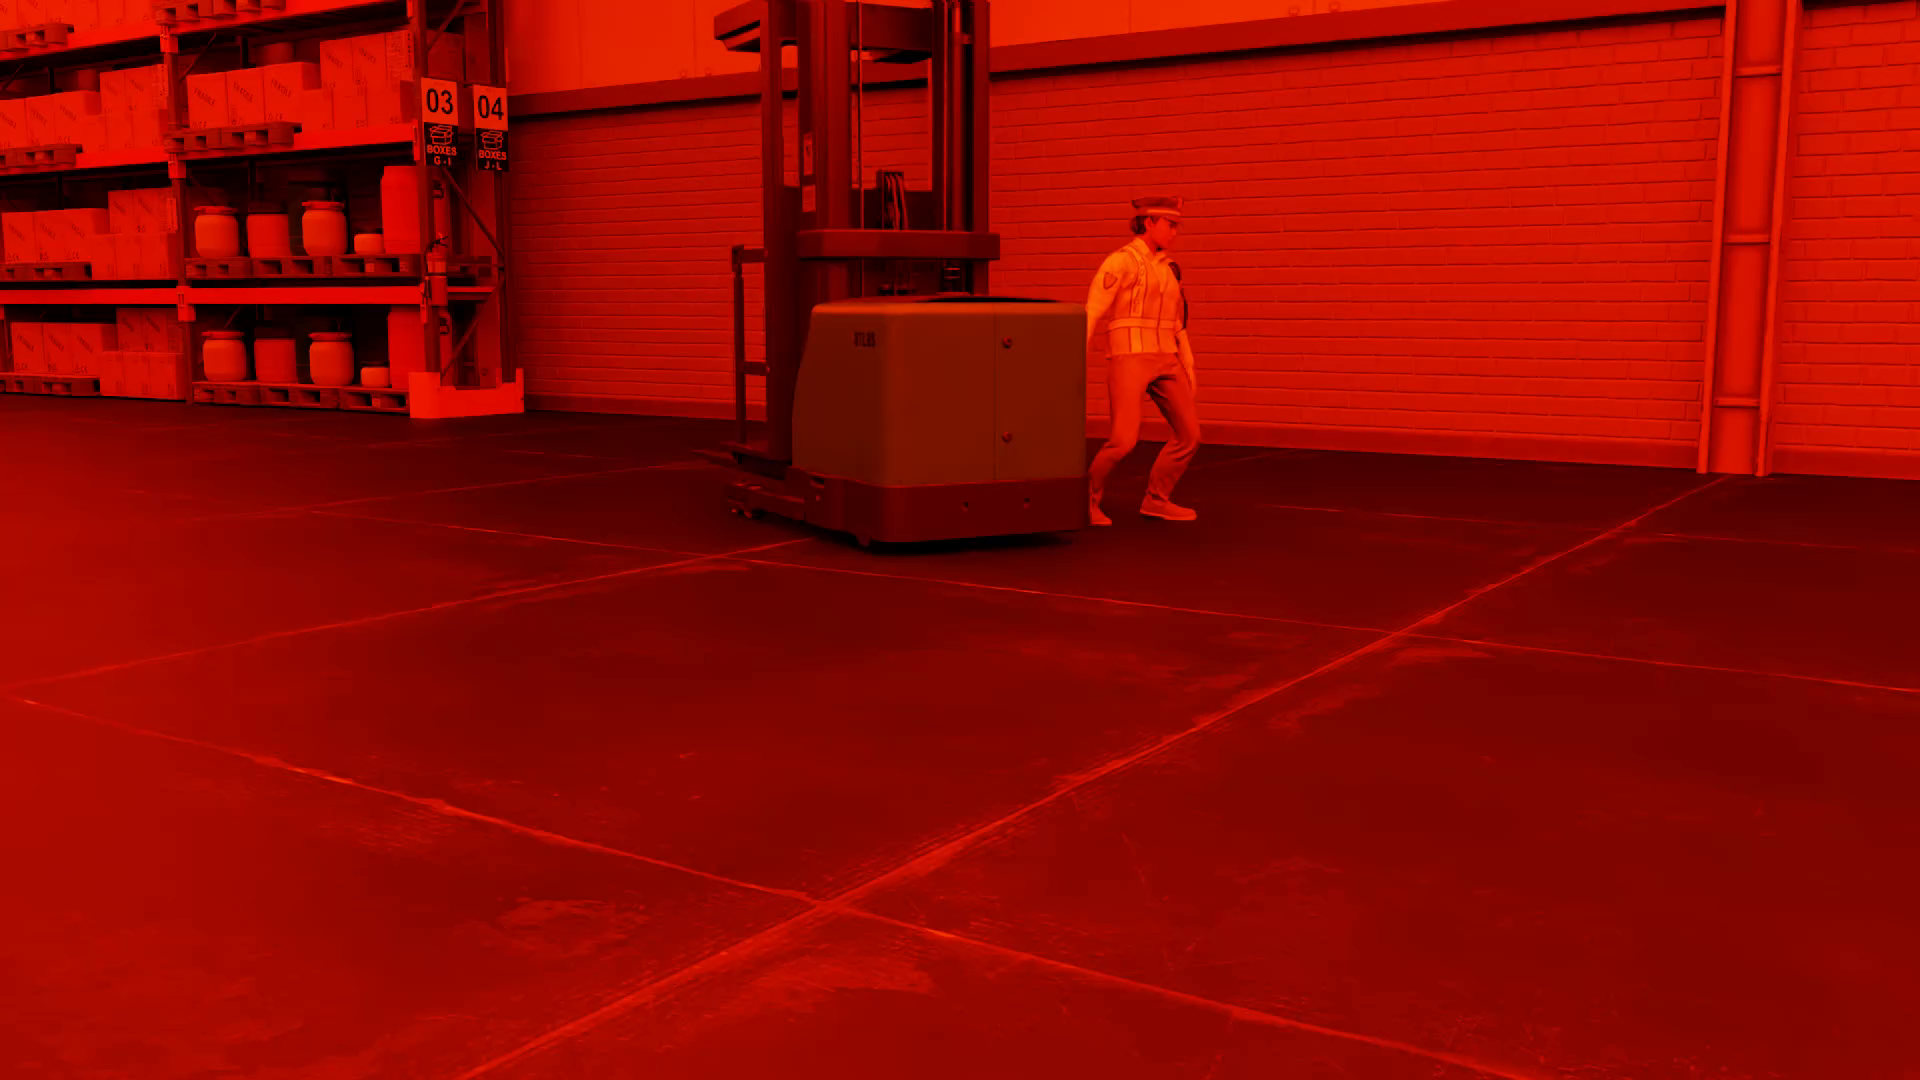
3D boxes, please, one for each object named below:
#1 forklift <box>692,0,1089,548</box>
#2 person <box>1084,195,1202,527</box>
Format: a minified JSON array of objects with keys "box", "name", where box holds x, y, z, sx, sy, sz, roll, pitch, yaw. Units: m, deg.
[{"box":[-0.556,-1.586,8.345,1.130,2.935,3.031,-4,9,-28],"name":"forklift"},{"box":[0.814,-0.863,8.083,0.799,1.600,0.434,-6,10,-34],"name":"person"}]
